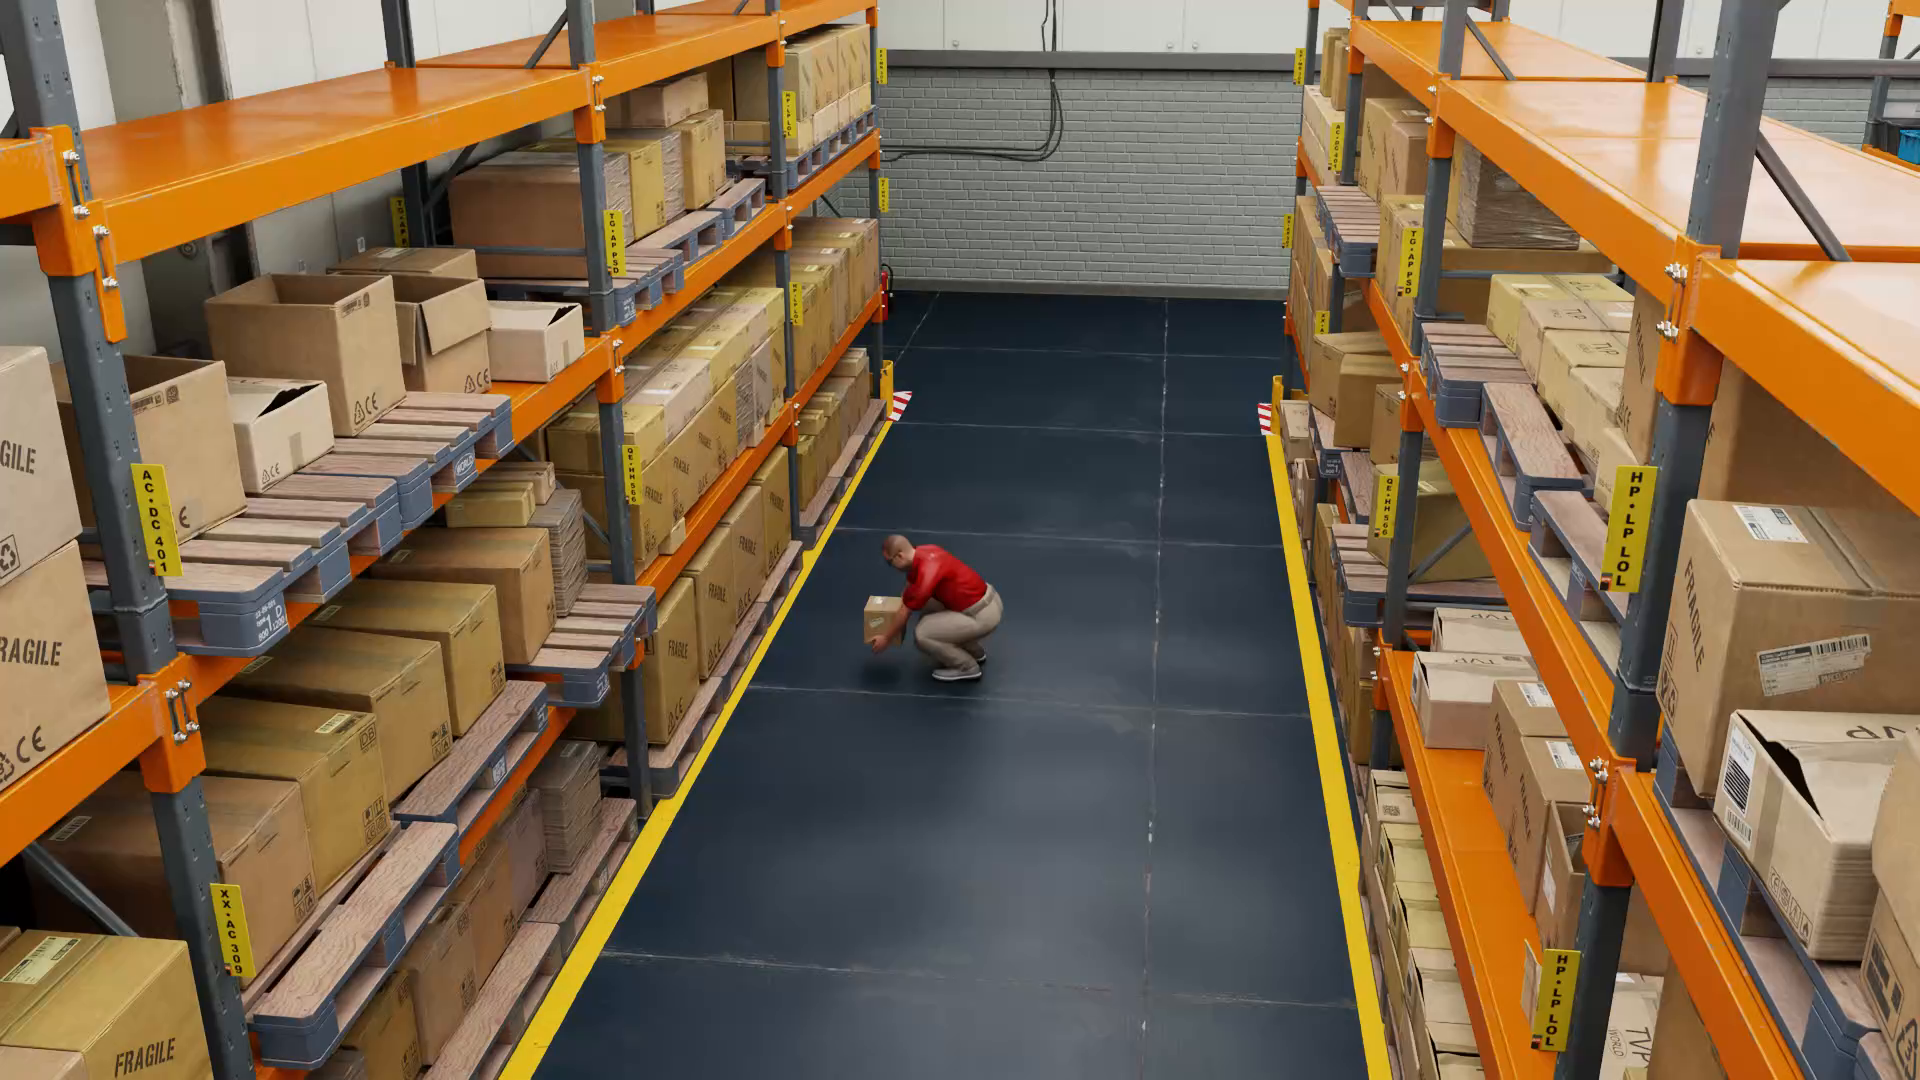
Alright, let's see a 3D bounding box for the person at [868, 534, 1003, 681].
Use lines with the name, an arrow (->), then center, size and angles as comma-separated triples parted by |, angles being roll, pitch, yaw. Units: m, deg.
person -> -0.163, 0.415, 11.087 | 0.888, 0.985, 0.541 | 2, 21, 5
